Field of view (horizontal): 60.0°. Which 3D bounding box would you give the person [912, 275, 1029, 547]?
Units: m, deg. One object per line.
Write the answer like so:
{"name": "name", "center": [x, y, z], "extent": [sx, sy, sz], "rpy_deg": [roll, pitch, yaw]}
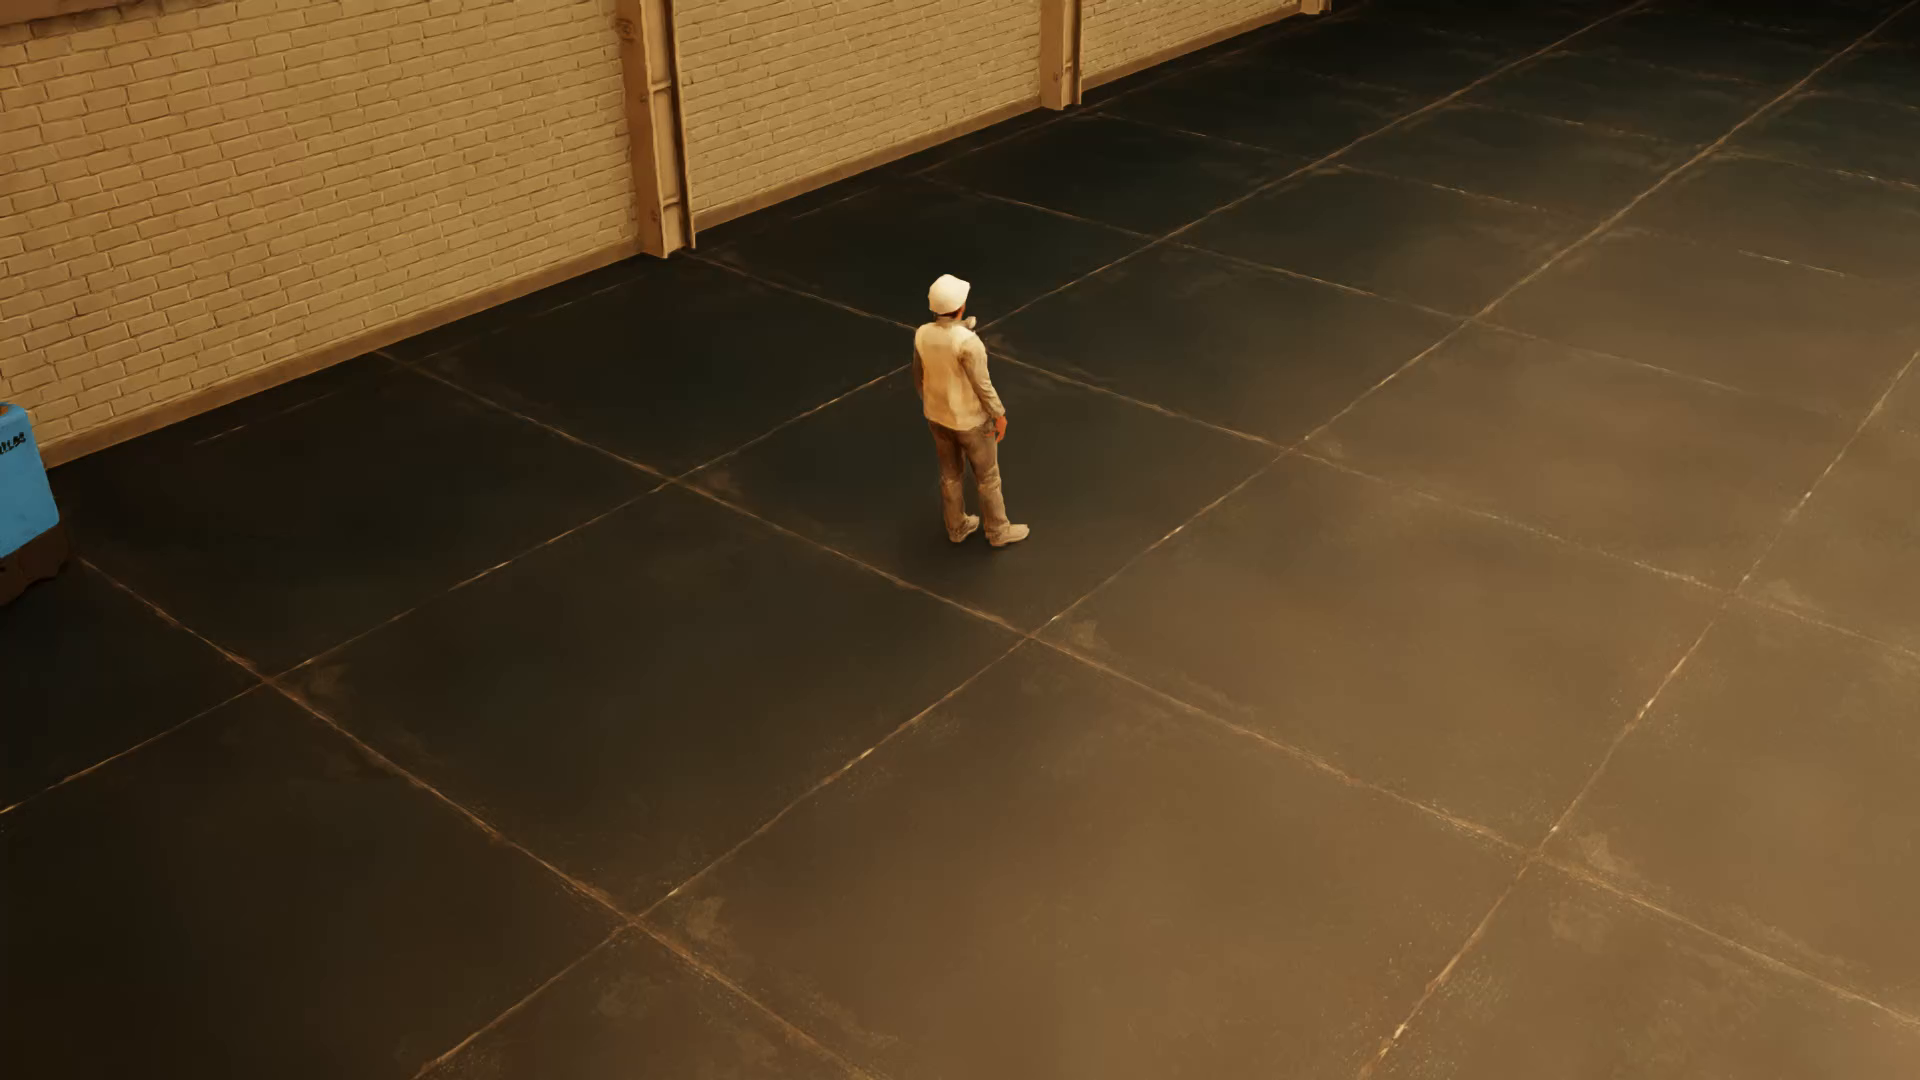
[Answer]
{"name": "person", "center": [0.045, -0.794, 10.086], "extent": [0.632, 1.773, 0.567], "rpy_deg": [22, 37, 33]}

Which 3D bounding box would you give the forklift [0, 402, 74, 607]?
{"name": "forklift", "center": [-6.398, -0.499, 8.448], "extent": [1.130, 2.935, 3.031], "rpy_deg": [10, 32, 16]}
